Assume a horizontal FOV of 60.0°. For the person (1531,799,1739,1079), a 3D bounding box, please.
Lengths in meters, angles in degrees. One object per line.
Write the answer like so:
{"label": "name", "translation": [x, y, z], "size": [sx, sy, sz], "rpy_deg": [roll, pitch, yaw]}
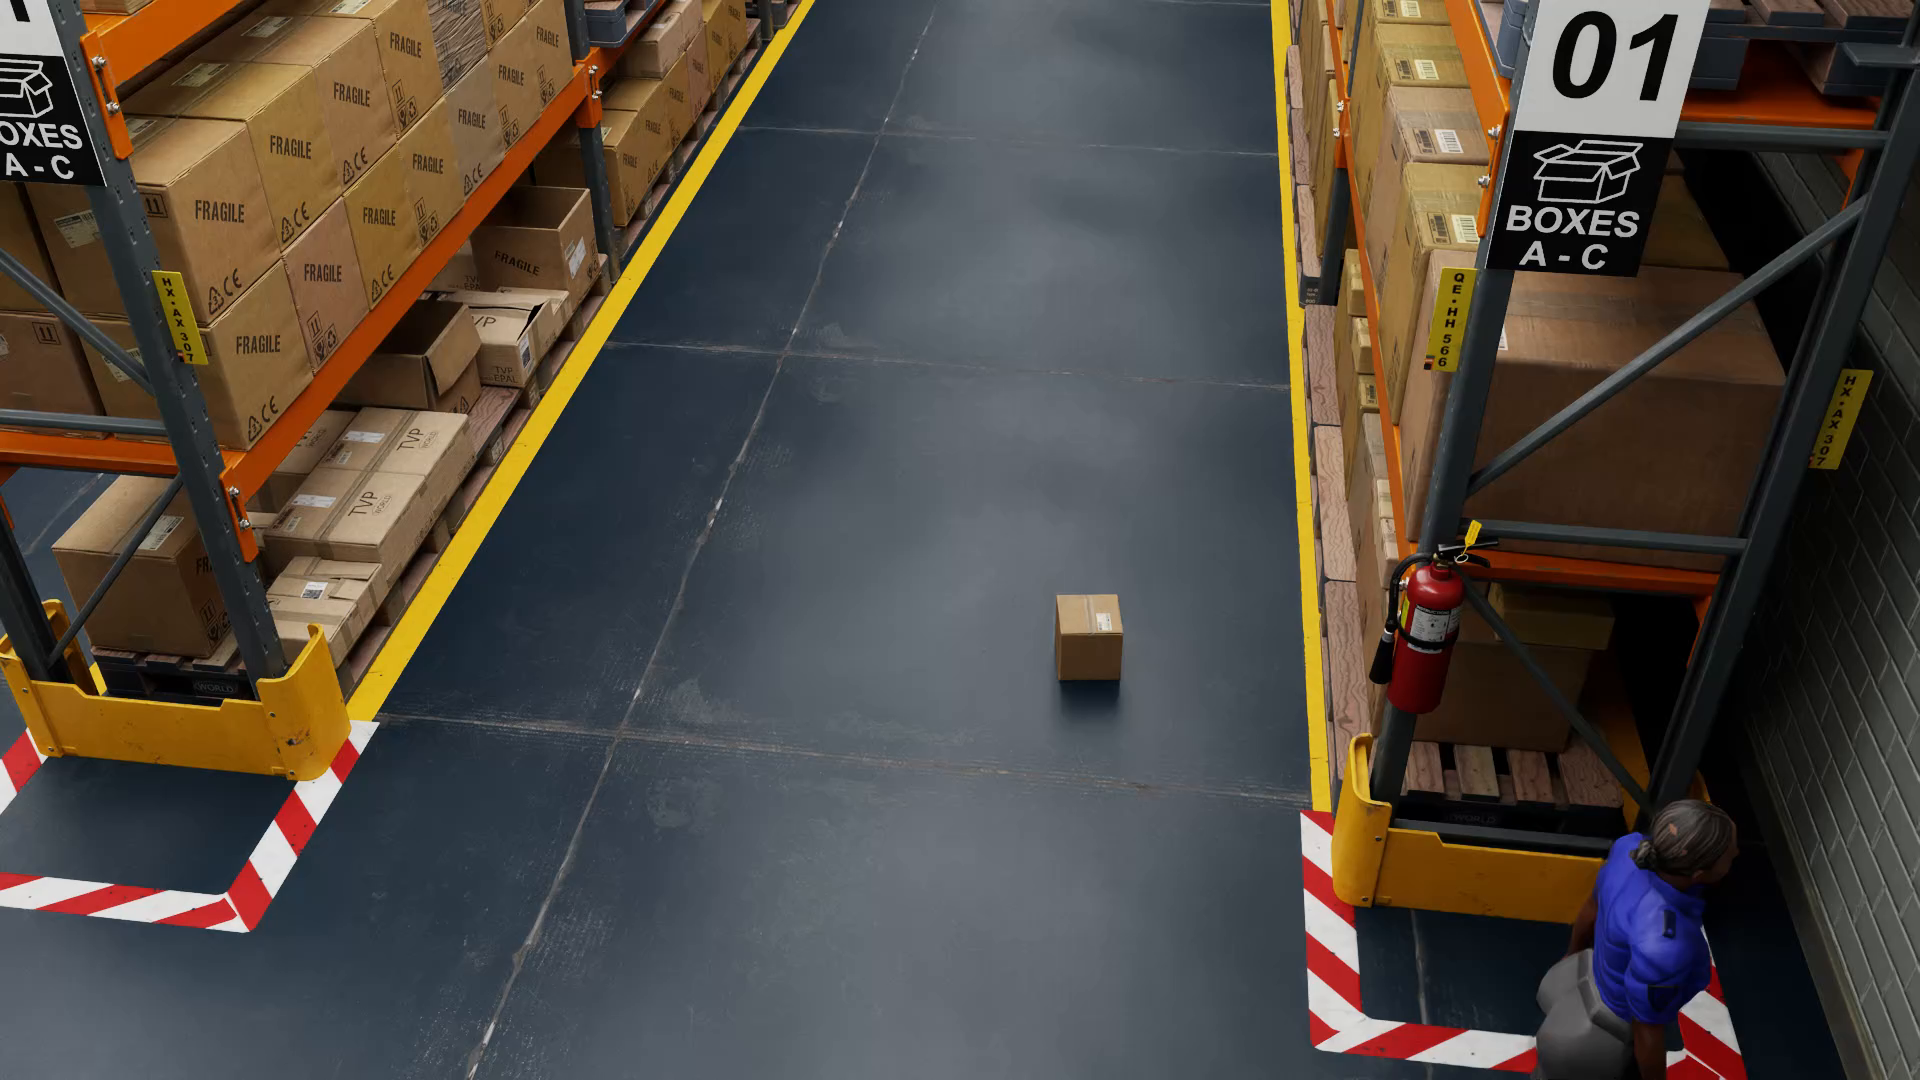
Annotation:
{"label": "person", "translation": [1.700, 1.288, 4.421], "size": [0.490, 1.671, 0.487], "rpy_deg": [7, 37, 9]}
